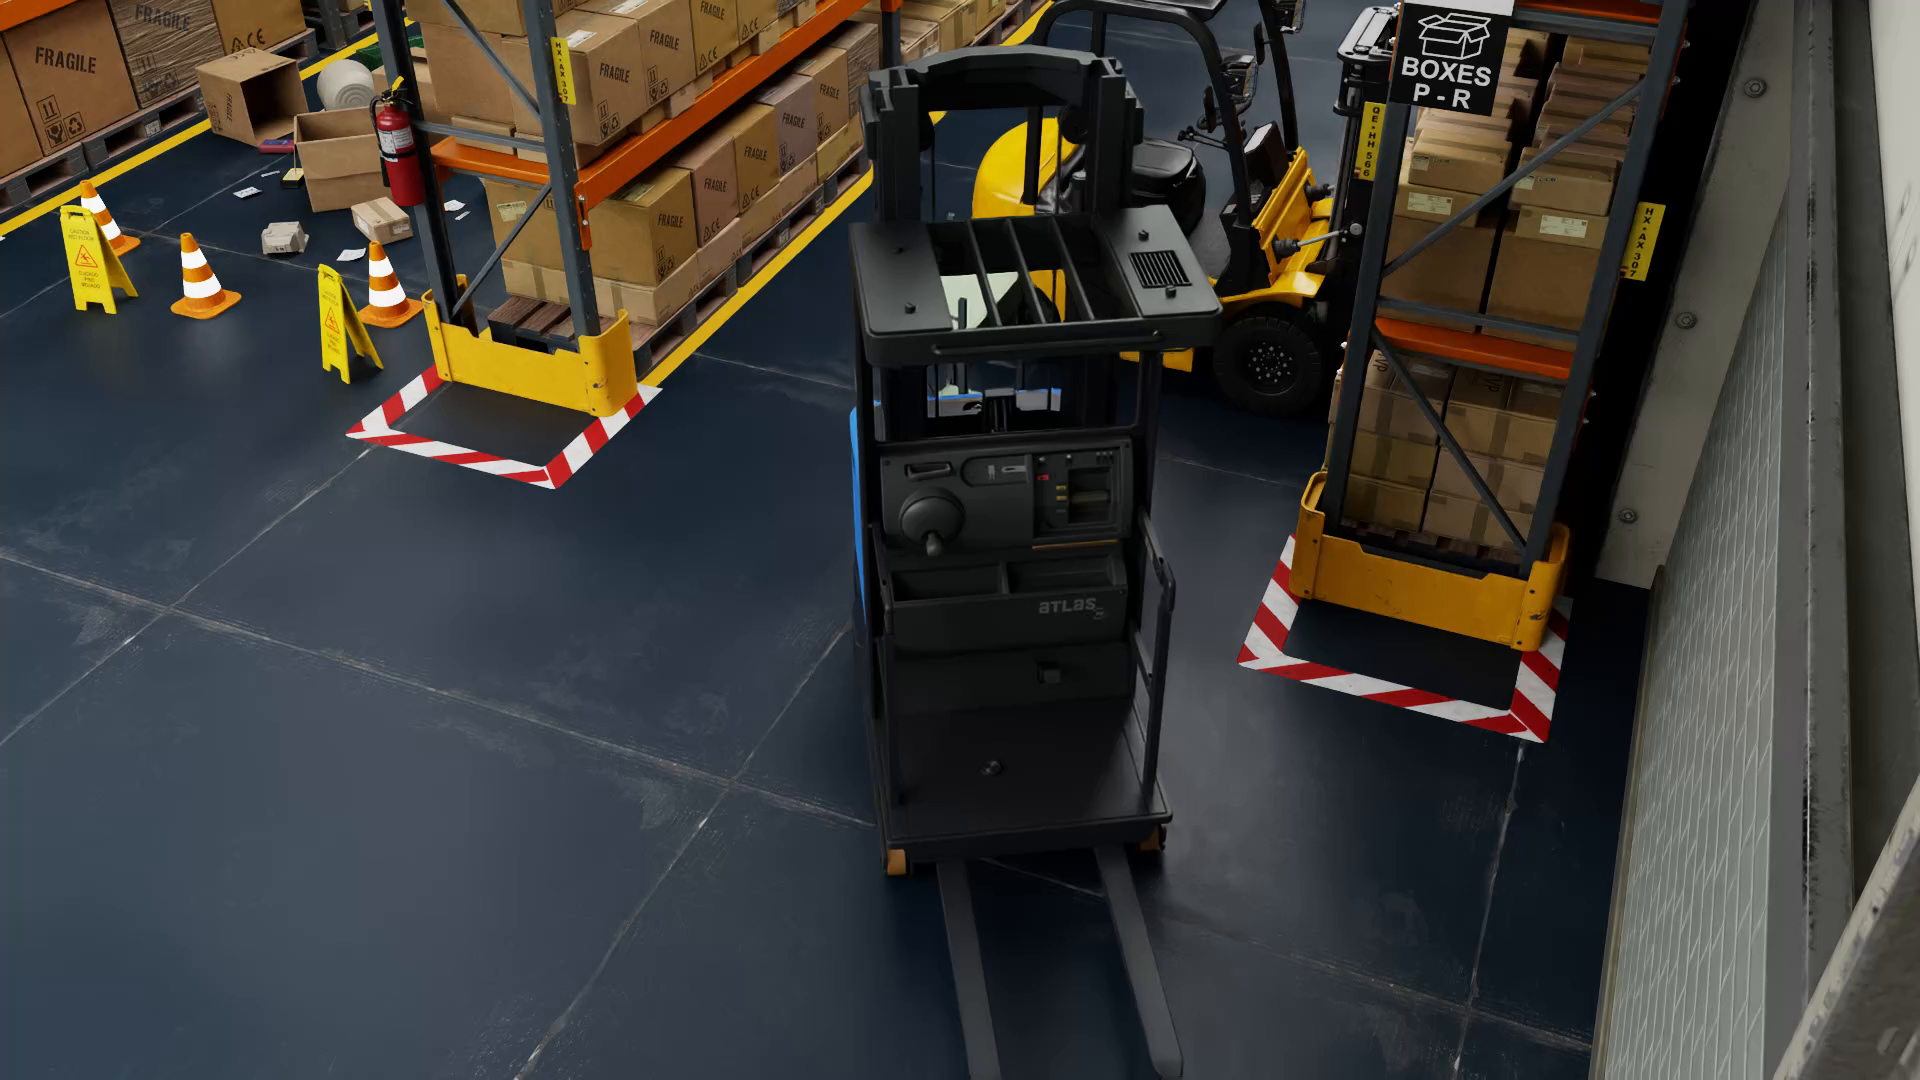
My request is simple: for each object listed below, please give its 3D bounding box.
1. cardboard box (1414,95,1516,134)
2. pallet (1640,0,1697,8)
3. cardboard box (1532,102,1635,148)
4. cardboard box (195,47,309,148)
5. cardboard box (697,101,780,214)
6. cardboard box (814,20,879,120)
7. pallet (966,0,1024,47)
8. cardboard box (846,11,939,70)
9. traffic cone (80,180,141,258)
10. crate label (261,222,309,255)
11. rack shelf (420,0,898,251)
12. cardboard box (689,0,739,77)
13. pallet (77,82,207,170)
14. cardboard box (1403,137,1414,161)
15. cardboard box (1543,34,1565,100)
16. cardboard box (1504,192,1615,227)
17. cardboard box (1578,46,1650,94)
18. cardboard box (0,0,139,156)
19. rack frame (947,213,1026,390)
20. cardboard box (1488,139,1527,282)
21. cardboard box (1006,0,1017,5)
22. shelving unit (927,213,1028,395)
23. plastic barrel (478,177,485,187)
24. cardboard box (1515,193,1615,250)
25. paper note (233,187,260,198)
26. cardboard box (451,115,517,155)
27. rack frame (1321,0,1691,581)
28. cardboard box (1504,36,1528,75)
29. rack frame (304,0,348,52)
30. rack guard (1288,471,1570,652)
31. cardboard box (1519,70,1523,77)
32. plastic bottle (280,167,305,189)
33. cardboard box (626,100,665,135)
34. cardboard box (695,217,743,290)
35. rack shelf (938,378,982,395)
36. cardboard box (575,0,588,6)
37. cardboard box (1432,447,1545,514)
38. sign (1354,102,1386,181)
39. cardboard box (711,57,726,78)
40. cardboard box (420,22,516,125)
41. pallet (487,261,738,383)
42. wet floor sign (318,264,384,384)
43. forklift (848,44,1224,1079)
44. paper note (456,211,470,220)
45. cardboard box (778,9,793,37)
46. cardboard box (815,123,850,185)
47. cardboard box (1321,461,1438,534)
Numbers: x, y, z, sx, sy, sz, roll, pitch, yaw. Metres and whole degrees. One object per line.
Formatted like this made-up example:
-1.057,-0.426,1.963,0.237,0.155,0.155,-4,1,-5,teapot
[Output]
2.245,-1.882,7.389,0.380,0.149,0.250,15,39,19,cardboard box
2.457,-2.474,6.622,1.003,0.211,1.213,14,39,18,pallet
2.707,-1.765,7.232,0.380,0.149,0.250,15,39,19,cardboard box
-5.164,-3.244,12.170,0.500,0.500,0.500,21,42,25,cardboard box
-1.464,-2.381,10.250,0.500,0.500,0.500,15,39,19,cardboard box
-0.883,-3.244,11.404,0.500,0.500,0.500,13,39,17,cardboard box
-0.148,-4.258,13.770,1.003,0.211,1.213,14,39,18,pallet
-0.709,-3.672,12.501,0.950,0.372,0.625,14,39,18,cardboard box
-5.529,-2.077,10.642,0.336,0.463,0.334,14,39,18,traffic cone
-4.371,-1.950,10.745,0.250,0.136,0.298,-5,37,-6,crate label
-1.667,-2.870,10.185,1.077,0.370,4.000,14,39,18,rack shelf
-1.604,-2.979,9.398,0.500,0.500,0.500,13,39,17,cardboard box
-6.347,-3.139,12.273,1.003,0.211,1.213,14,39,18,pallet
2.106,-1.626,7.295,0.380,0.149,0.250,14,39,18,cardboard box
2.901,-2.418,8.896,0.500,0.500,0.500,13,39,17,cardboard box
2.787,-1.467,7.623,0.500,0.500,0.500,15,39,19,cardboard box
3.083,-2.173,7.778,0.380,0.149,0.250,13,39,17,cardboard box
-6.514,-3.318,11.607,0.875,0.875,0.875,13,39,17,cardboard box
0.127,-0.883,8.178,0.400,1.500,0.023,14,39,18,rack frame
2.314,-1.580,7.774,0.500,0.500,0.500,15,39,19,cardboard box
0.118,-4.875,14.111,0.950,0.372,0.625,13,39,17,cardboard box
-0.016,-0.681,7.909,0.431,1.500,0.755,14,39,18,shelving unit
-3.042,-2.507,11.251,0.421,0.421,0.512,-17,40,-22,plastic barrel
2.533,-1.351,6.926,0.380,0.149,0.250,13,39,17,cardboard box
-4.893,-2.391,11.425,0.144,0.017,0.142,29,45,33,paper note
-2.484,-2.206,8.906,0.380,0.149,0.250,15,39,19,cardboard box
2.164,-0.922,6.978,1.000,3.000,0.127,14,39,18,rack frame
2.498,-2.317,7.970,0.380,0.149,0.250,15,39,19,cardboard box
-5.522,-5.337,12.885,1.000,3.000,0.127,14,39,18,rack frame
2.155,0.092,7.709,1.175,0.500,0.348,14,39,18,rack guard
2.502,-2.194,8.054,0.380,0.149,0.250,14,39,18,cardboard box
-4.625,-2.537,11.593,0.133,0.061,0.283,1,37,2,plastic bottle
-1.848,-2.362,9.115,0.380,0.149,0.250,13,39,16,cardboard box
-1.664,-1.782,10.075,0.500,0.250,0.500,15,39,19,cardboard box
-0.016,-0.420,8.104,0.431,0.370,0.720,14,39,18,rack shelf
-2.236,-3.221,8.887,0.700,0.500,0.500,14,39,18,cardboard box
2.535,-0.402,7.811,0.500,0.250,0.500,15,39,19,cardboard box
1.667,-1.612,6.736,0.100,0.325,0.005,14,39,18,sign
-1.597,-2.803,9.705,0.380,0.149,0.250,15,39,19,cardboard box
-2.476,-2.573,8.855,0.500,0.500,0.500,13,39,17,cardboard box
-2.057,-1.418,9.970,1.003,0.211,1.213,14,39,18,pallet
-3.490,-1.246,9.378,0.267,0.644,0.232,29,45,33,wet floor sign
0.206,-0.088,5.920,1.130,2.935,3.031,-4,37,-6,forklift
-3.335,-2.177,11.154,0.032,0.001,0.123,14,39,18,paper note
-1.255,-3.219,10.261,0.380,0.149,0.250,13,39,17,cardboard box
-1.076,-2.647,11.231,0.500,0.250,0.500,13,39,17,cardboard box
2.050,-0.321,8.120,0.500,0.250,0.500,14,39,18,cardboard box
